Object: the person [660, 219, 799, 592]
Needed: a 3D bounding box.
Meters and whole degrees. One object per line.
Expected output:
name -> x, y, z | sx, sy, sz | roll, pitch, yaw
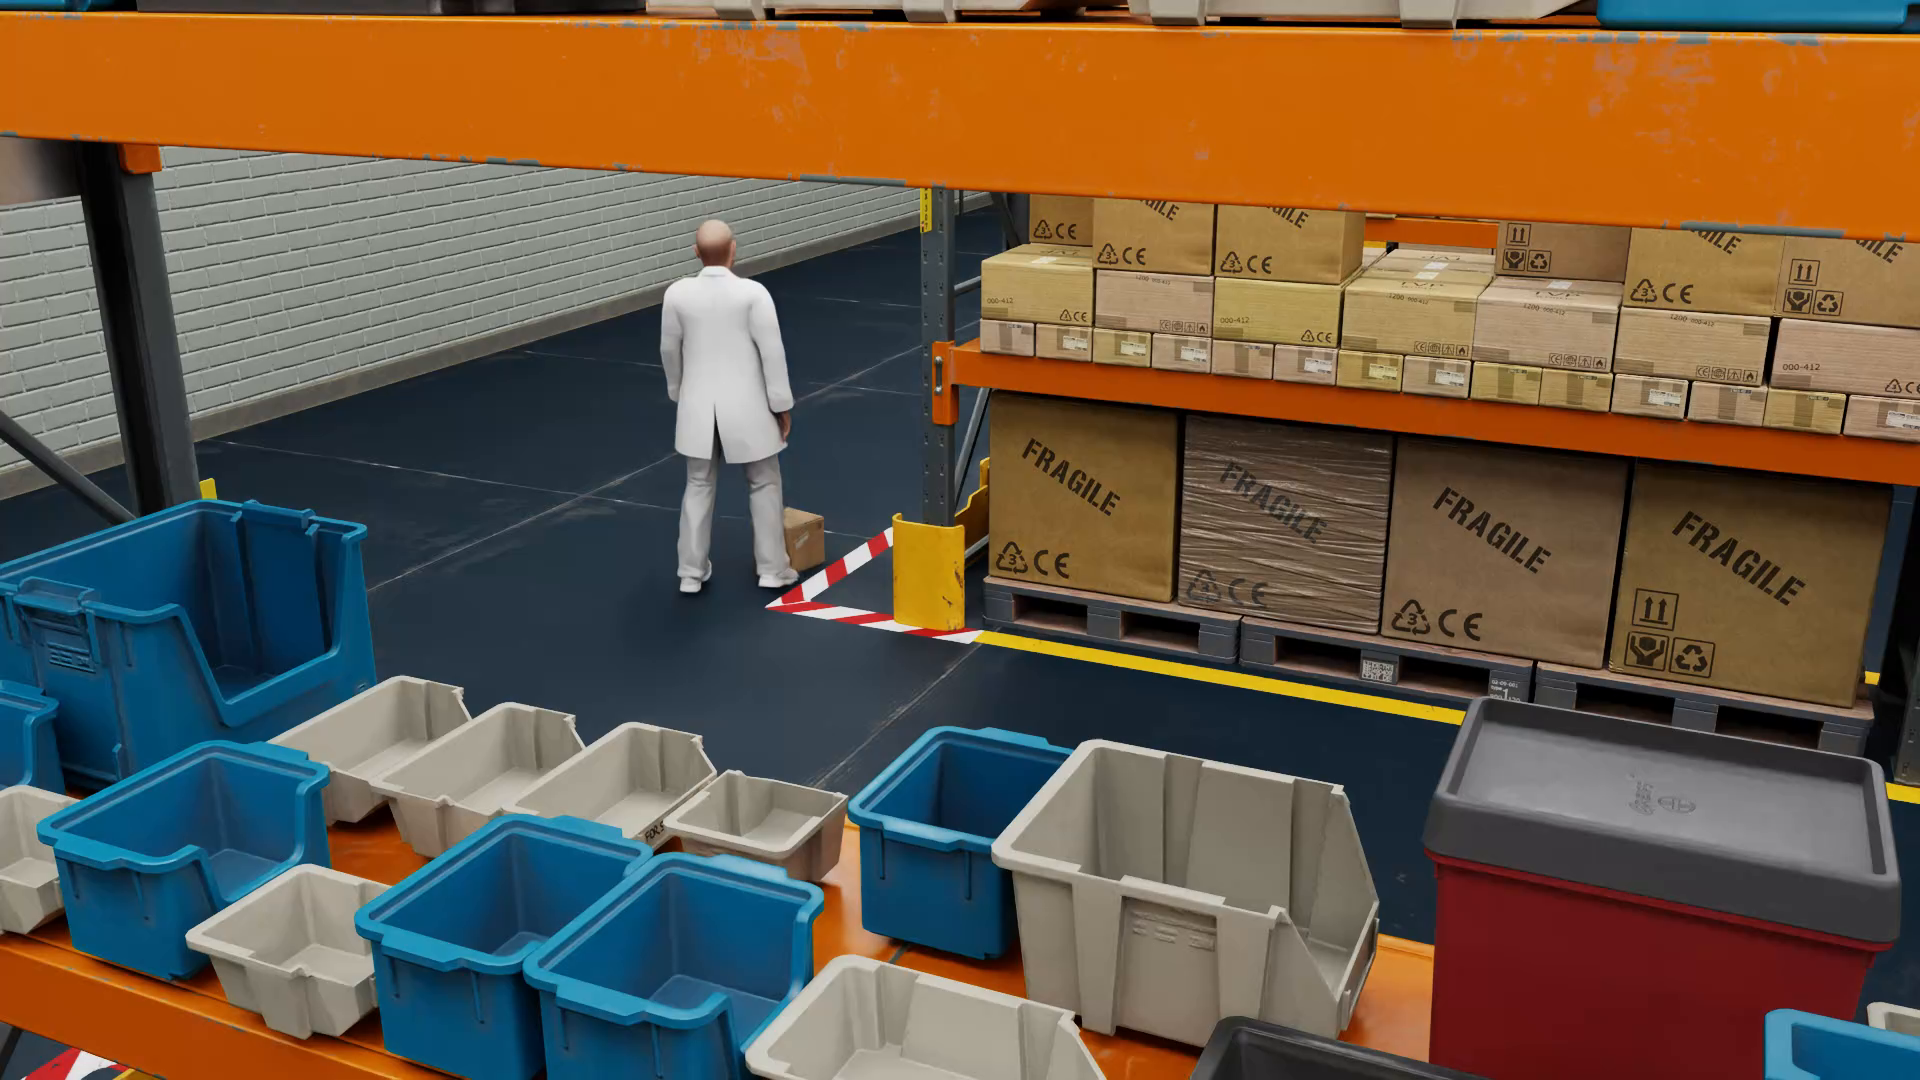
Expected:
person -> -1.098, -0.609, 7.909 | 0.652, 1.815, 0.480 | 3, 19, 9
